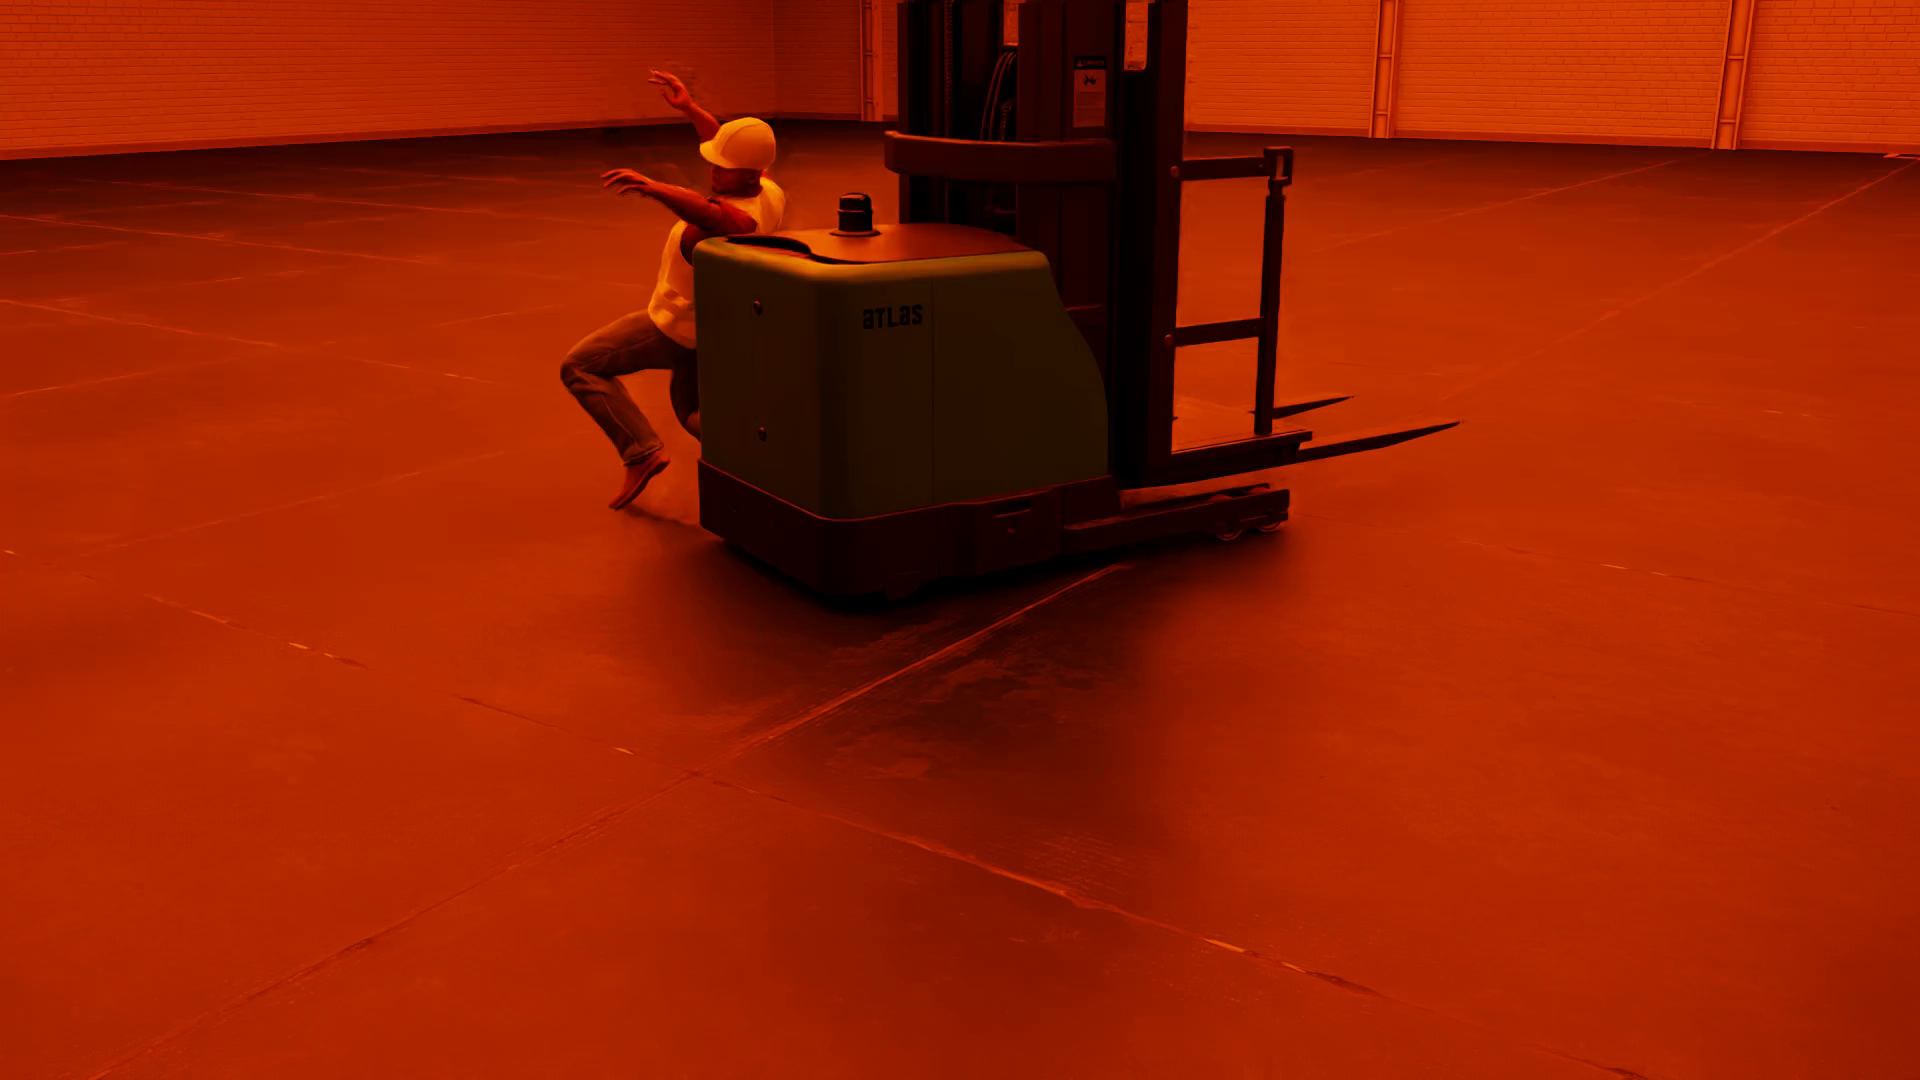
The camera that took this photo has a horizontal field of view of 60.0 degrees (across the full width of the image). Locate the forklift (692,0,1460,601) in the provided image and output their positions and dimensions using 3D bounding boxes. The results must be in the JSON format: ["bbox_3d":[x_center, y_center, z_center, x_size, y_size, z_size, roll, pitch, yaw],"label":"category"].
[{"bbox_3d":[0.594,-1.516,5.901,3.031,2.935,1.130,-11,20,-32],"label":"forklift"}]

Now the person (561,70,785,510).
[{"bbox_3d":[-1.135,-0.852,6.031,0.843,1.636,1.154,7,18,23],"label":"person"}]
